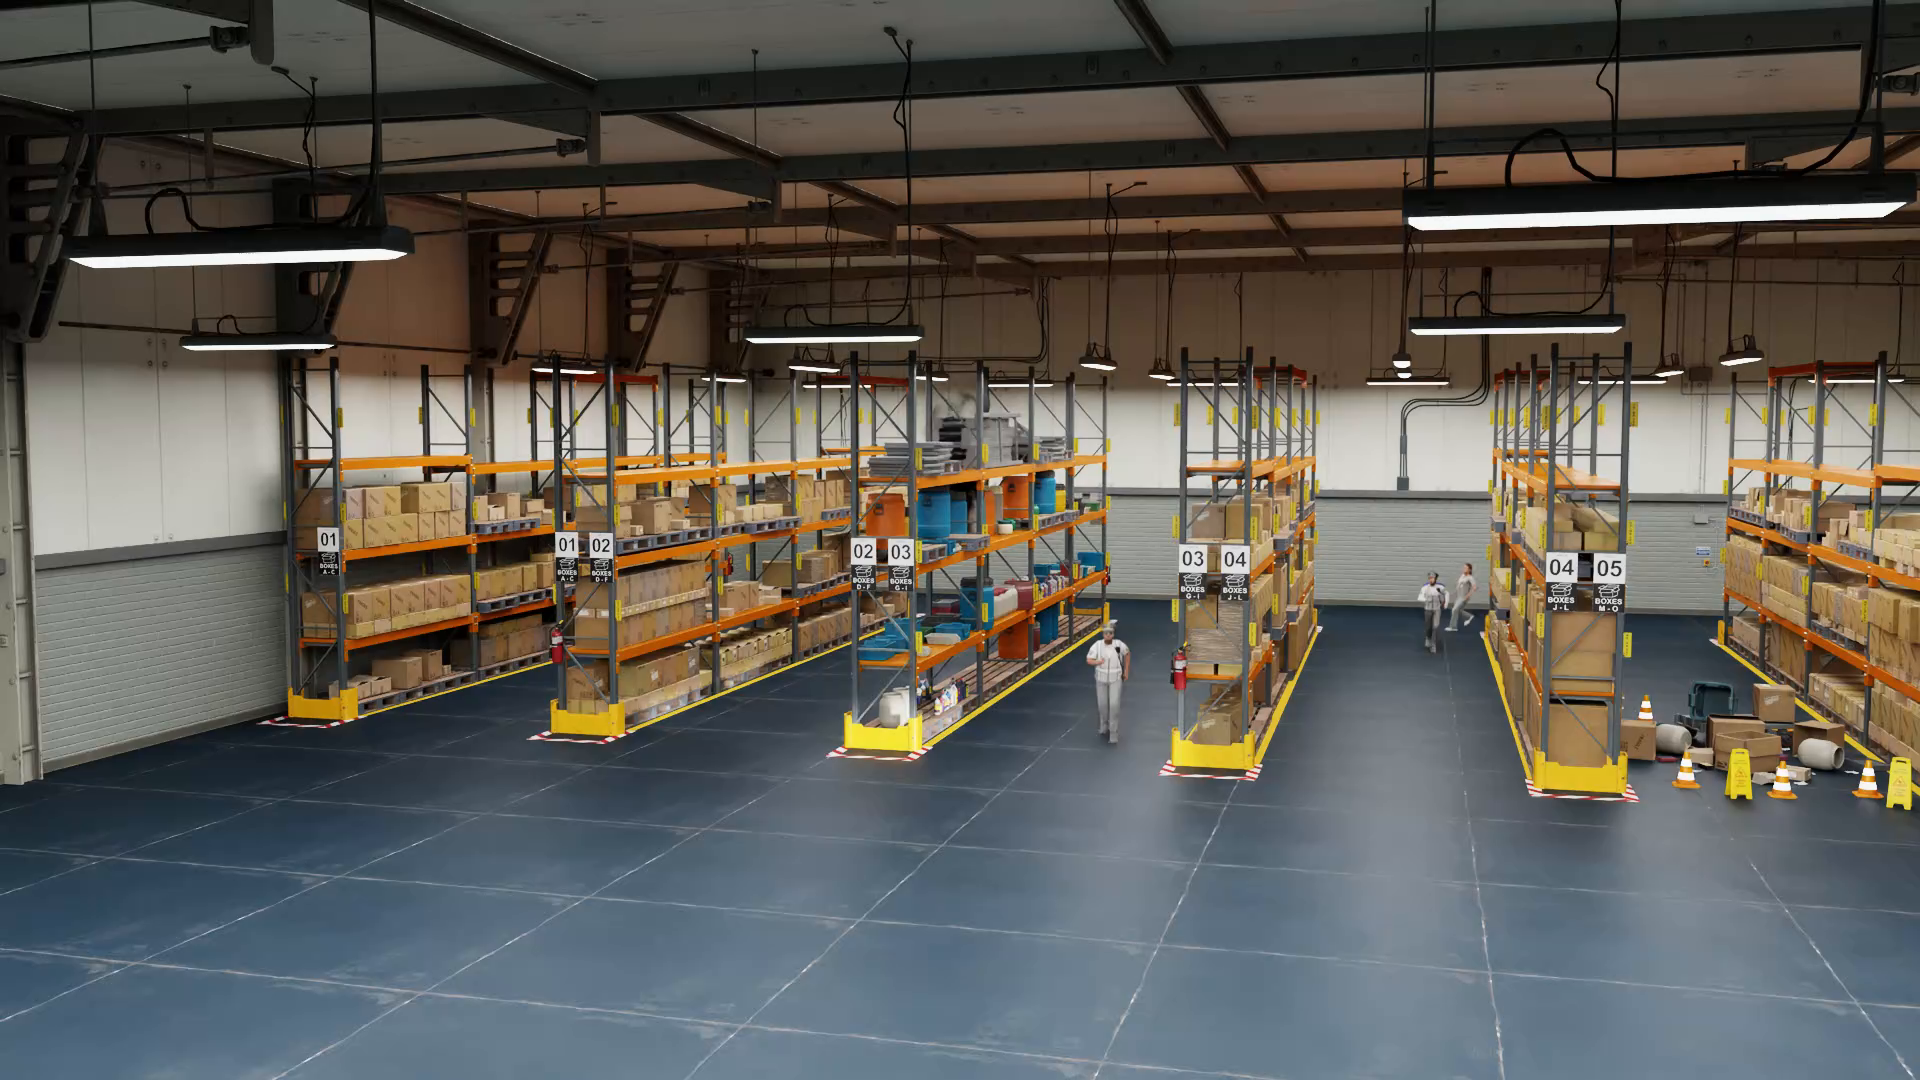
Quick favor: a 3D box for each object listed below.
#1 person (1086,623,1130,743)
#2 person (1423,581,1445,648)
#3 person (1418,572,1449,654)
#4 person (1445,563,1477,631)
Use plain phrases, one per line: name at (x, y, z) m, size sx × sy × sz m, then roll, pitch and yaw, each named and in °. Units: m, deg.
person at (2.312, 2.207, 25.976) m, size 0.664 × 1.840 × 0.847 m, roll 1°, pitch 4°, yaw 9°
person at (10.388, 1.528, 36.463) m, size 0.585 × 1.647 × 0.744 m, roll 2°, pitch 5°, yaw 23°
person at (10.173, 1.544, 35.720) m, size 0.622 × 1.728 × 0.883 m, roll 2°, pitch 5°, yaw 22°
person at (11.799, 1.342, 38.864) m, size 0.739 × 1.607 × 0.615 m, roll -1°, pitch 4°, yaw -19°
